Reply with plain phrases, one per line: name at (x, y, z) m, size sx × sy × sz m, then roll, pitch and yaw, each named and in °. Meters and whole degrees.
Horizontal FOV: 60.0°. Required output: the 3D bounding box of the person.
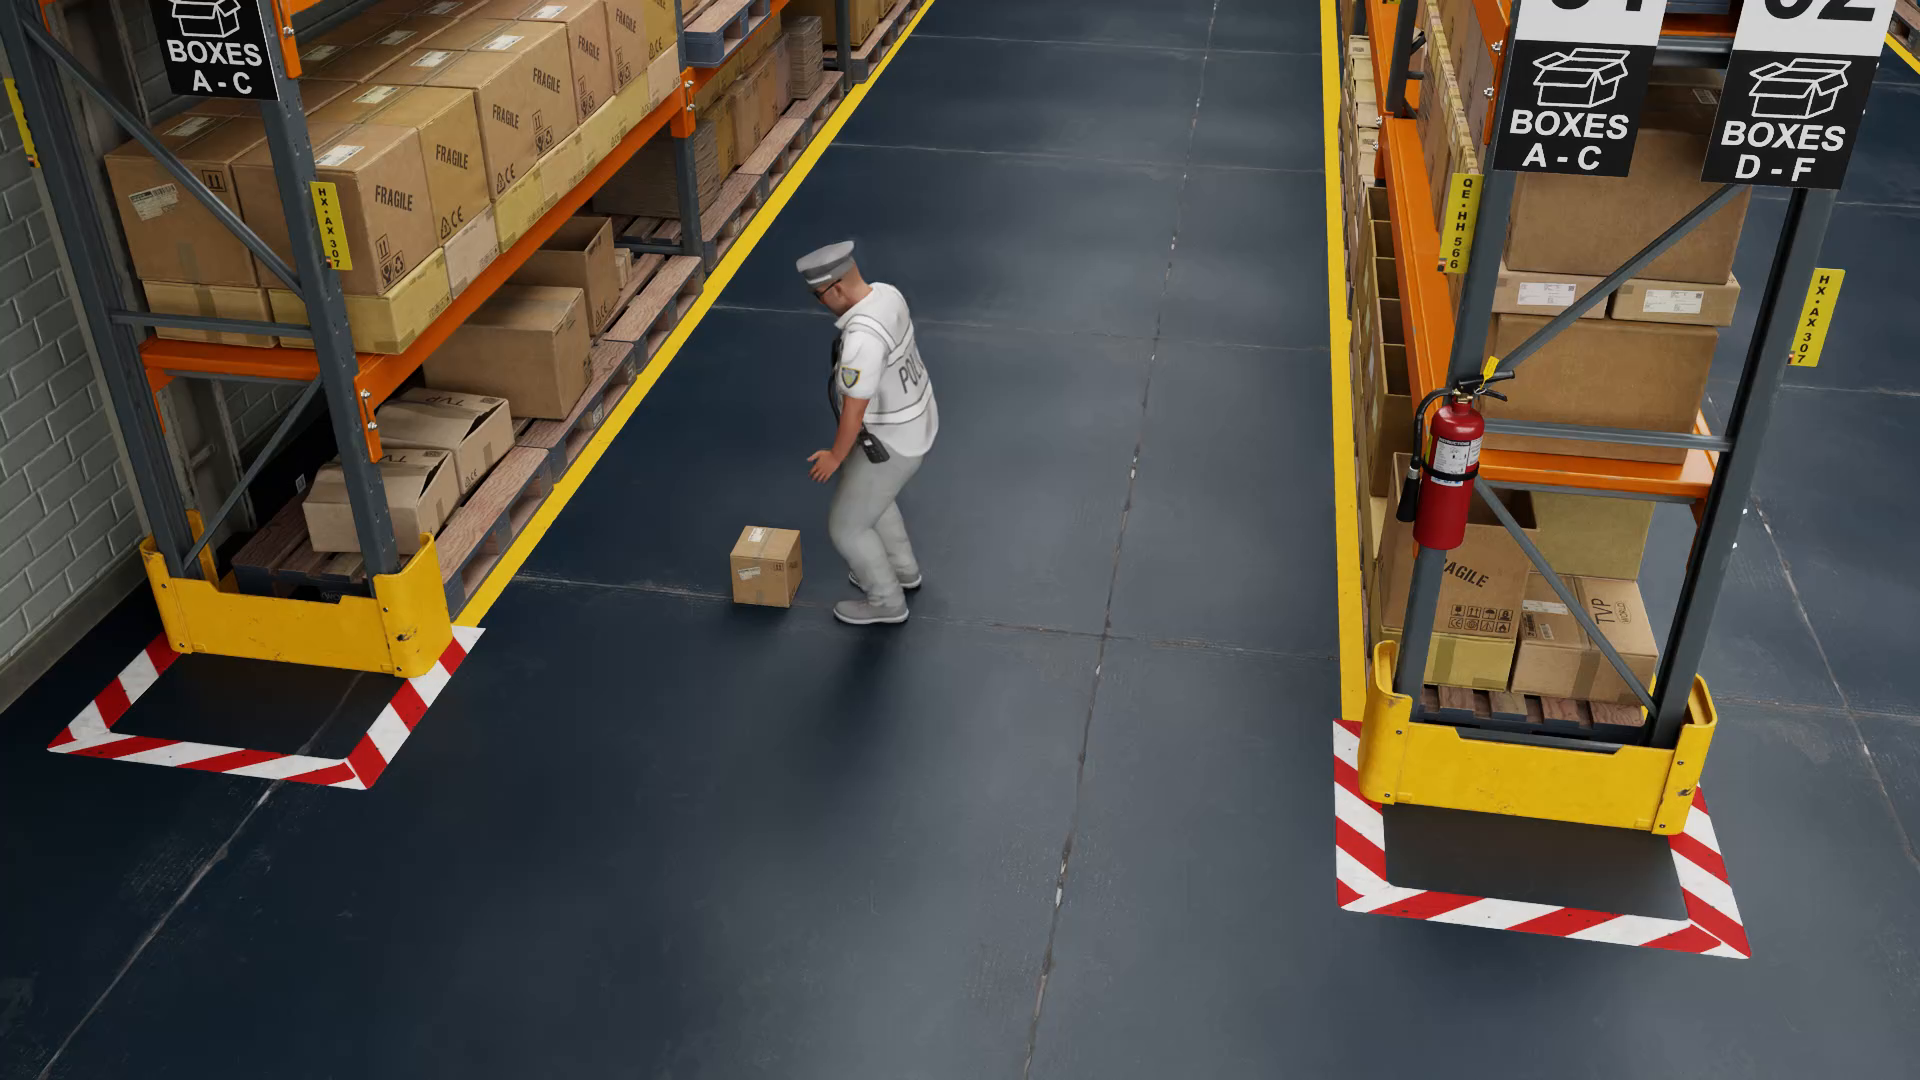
person at (-0.373, -0.422, 6.884) m, size 0.539 × 1.678 × 0.564 m, roll 6°, pitch 33°, yaw 9°
